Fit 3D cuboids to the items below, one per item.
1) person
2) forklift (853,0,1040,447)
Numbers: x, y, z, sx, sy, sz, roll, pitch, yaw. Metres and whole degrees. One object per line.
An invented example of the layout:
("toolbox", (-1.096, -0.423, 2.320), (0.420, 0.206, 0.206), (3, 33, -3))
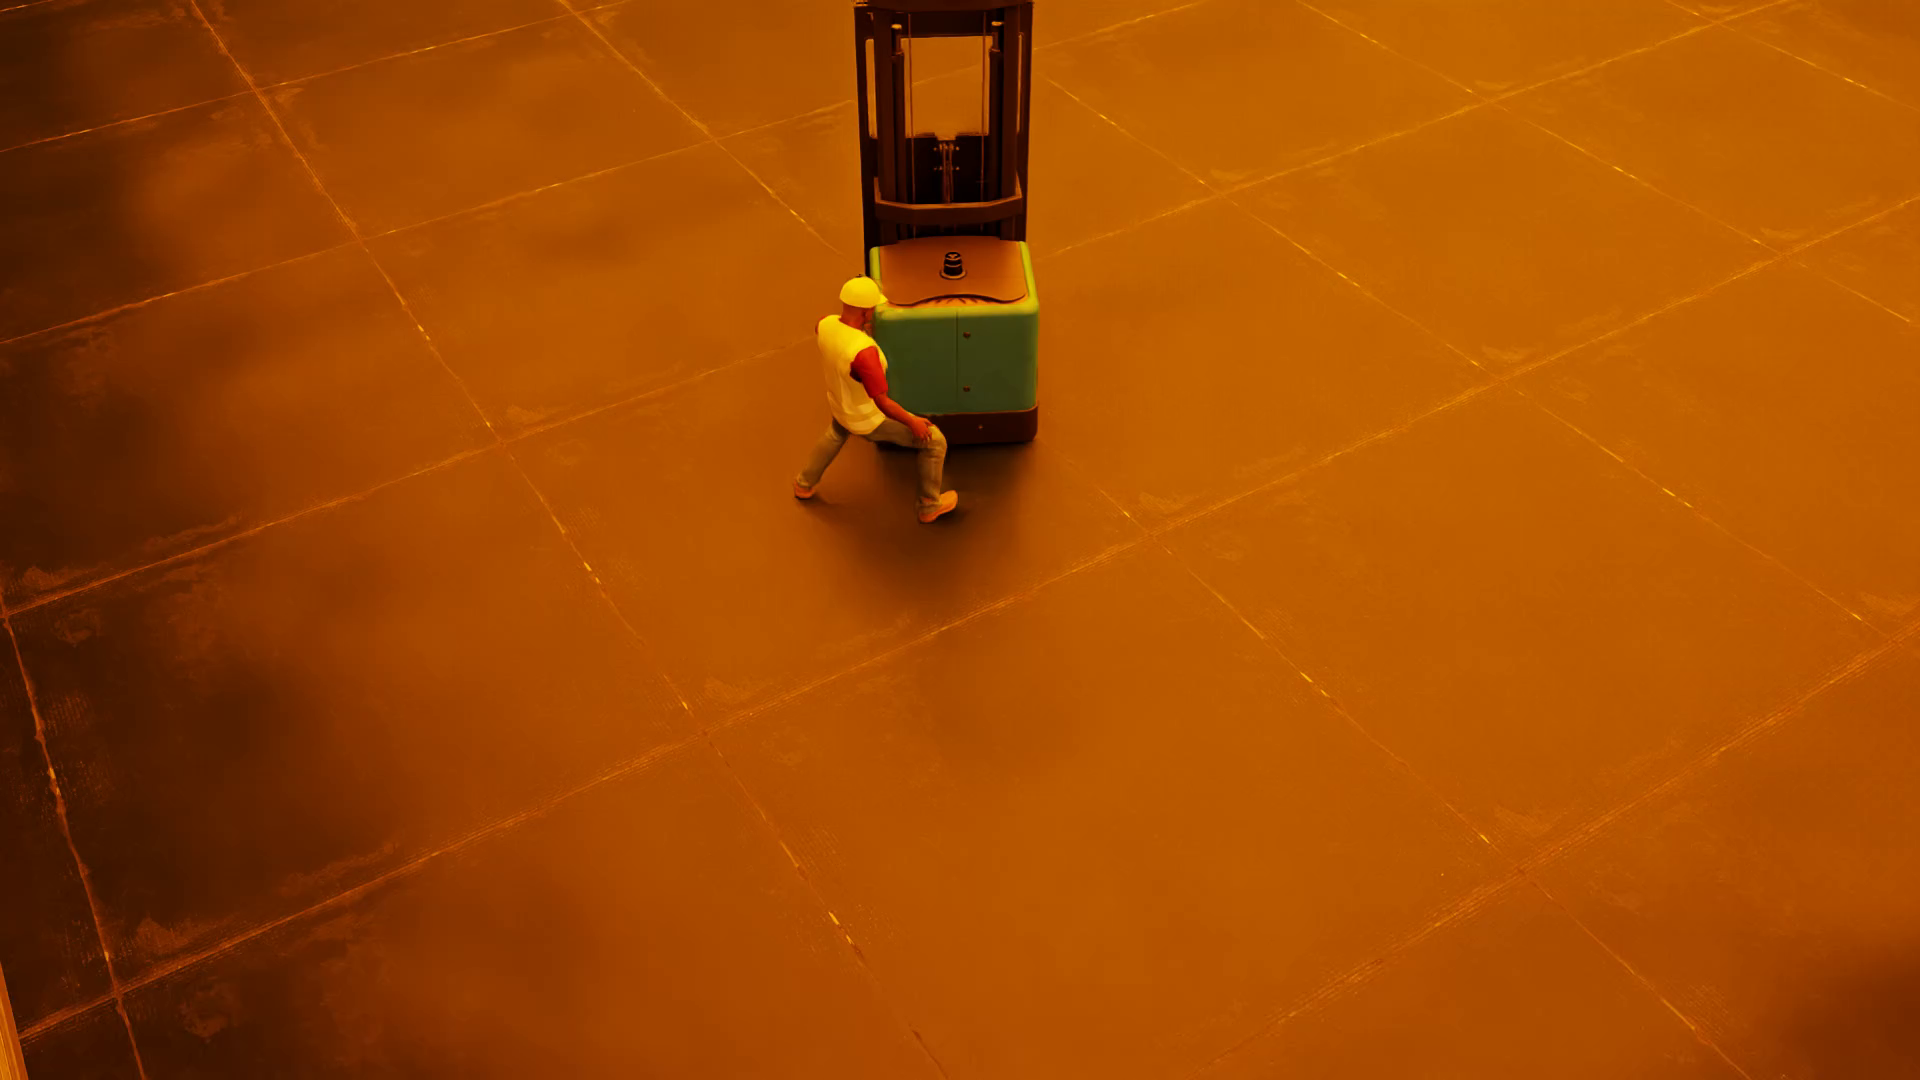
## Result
("person", (-0.562, -0.877, 9.907), (0.815, 1.631, 1.011), (-22, 46, -23))
("forklift", (-0.119, -2.660, 10.914), (1.130, 2.935, 3.031), (-3, 41, -3))
